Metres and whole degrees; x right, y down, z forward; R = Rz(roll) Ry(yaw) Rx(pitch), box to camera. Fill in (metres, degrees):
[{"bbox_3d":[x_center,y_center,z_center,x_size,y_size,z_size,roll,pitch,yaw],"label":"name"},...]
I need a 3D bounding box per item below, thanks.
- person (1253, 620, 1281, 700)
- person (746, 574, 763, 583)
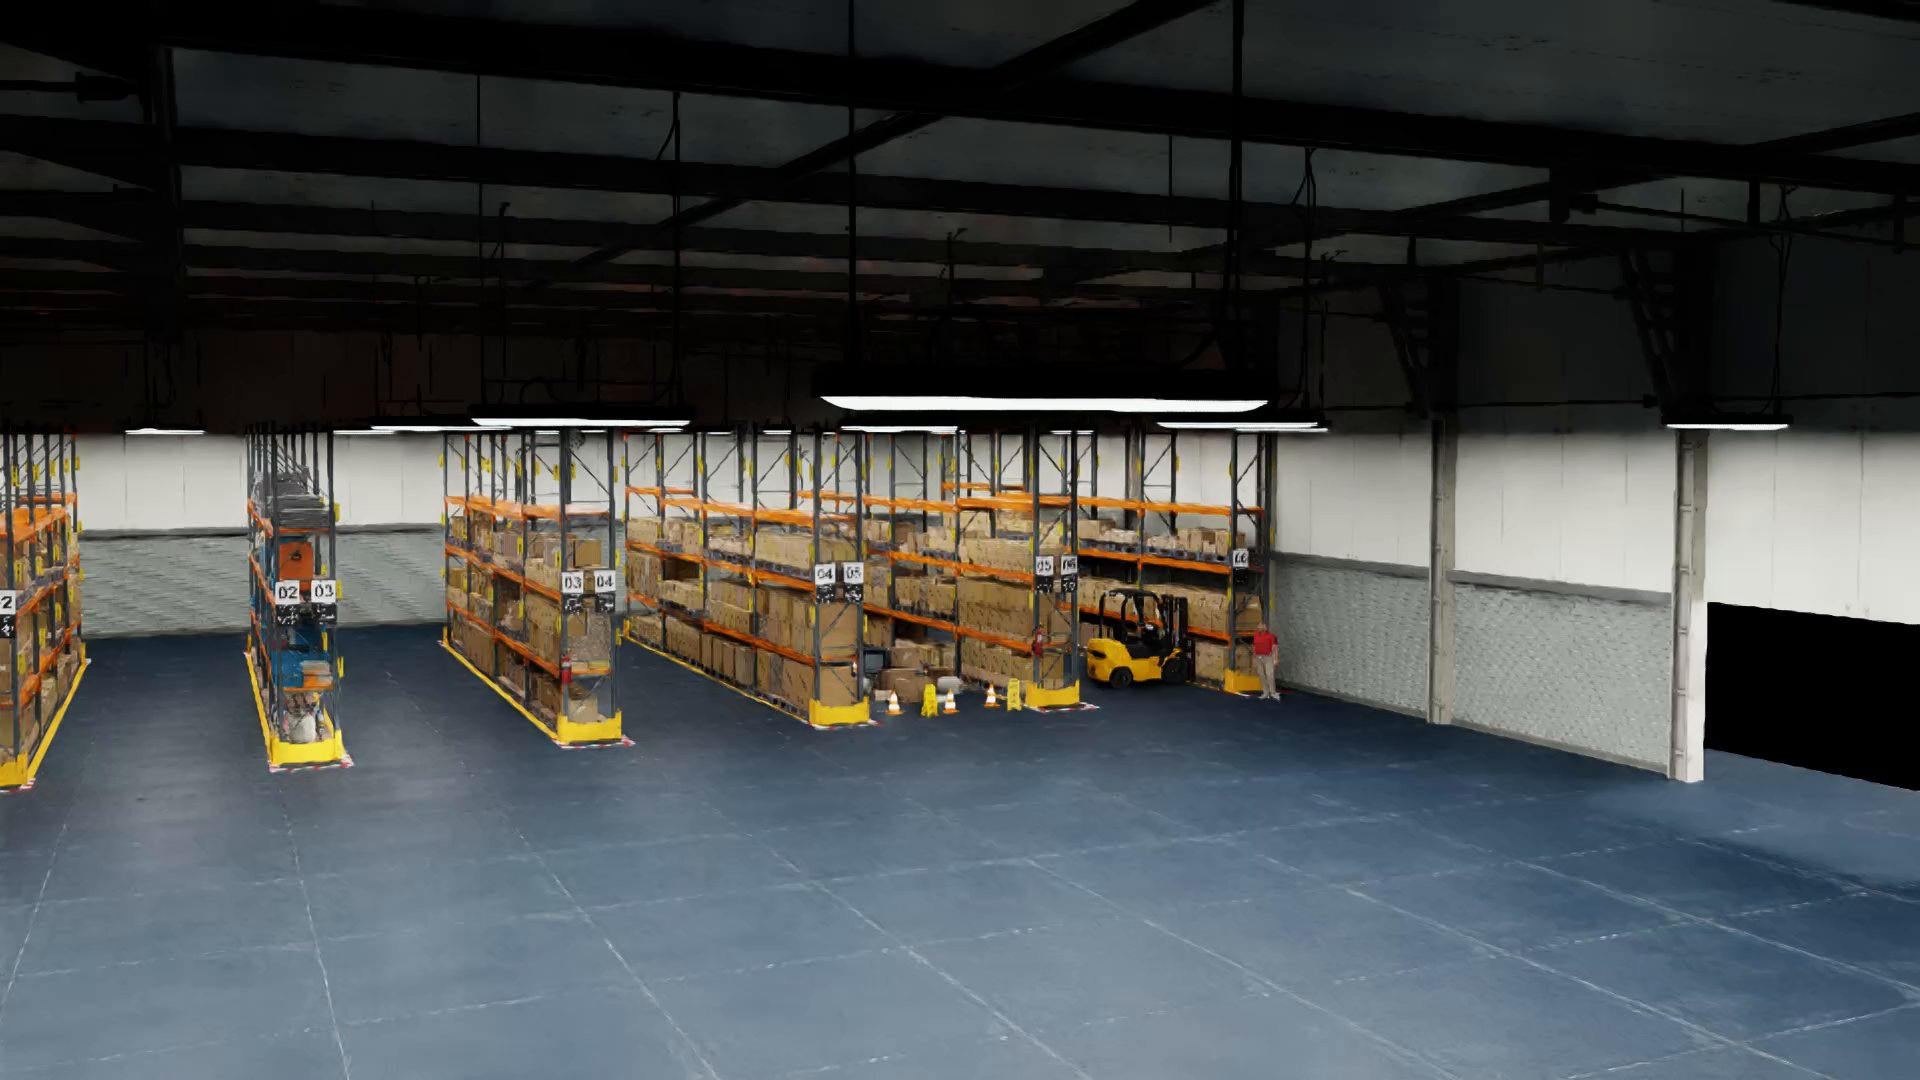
[{"bbox_3d":[6.647,2.599,36.061,0.658,1.720,0.426,2,4,34],"label":"person"},{"bbox_3d":[-6.594,1.512,53.488,0.601,1.752,0.570,1,4,11],"label":"person"}]
